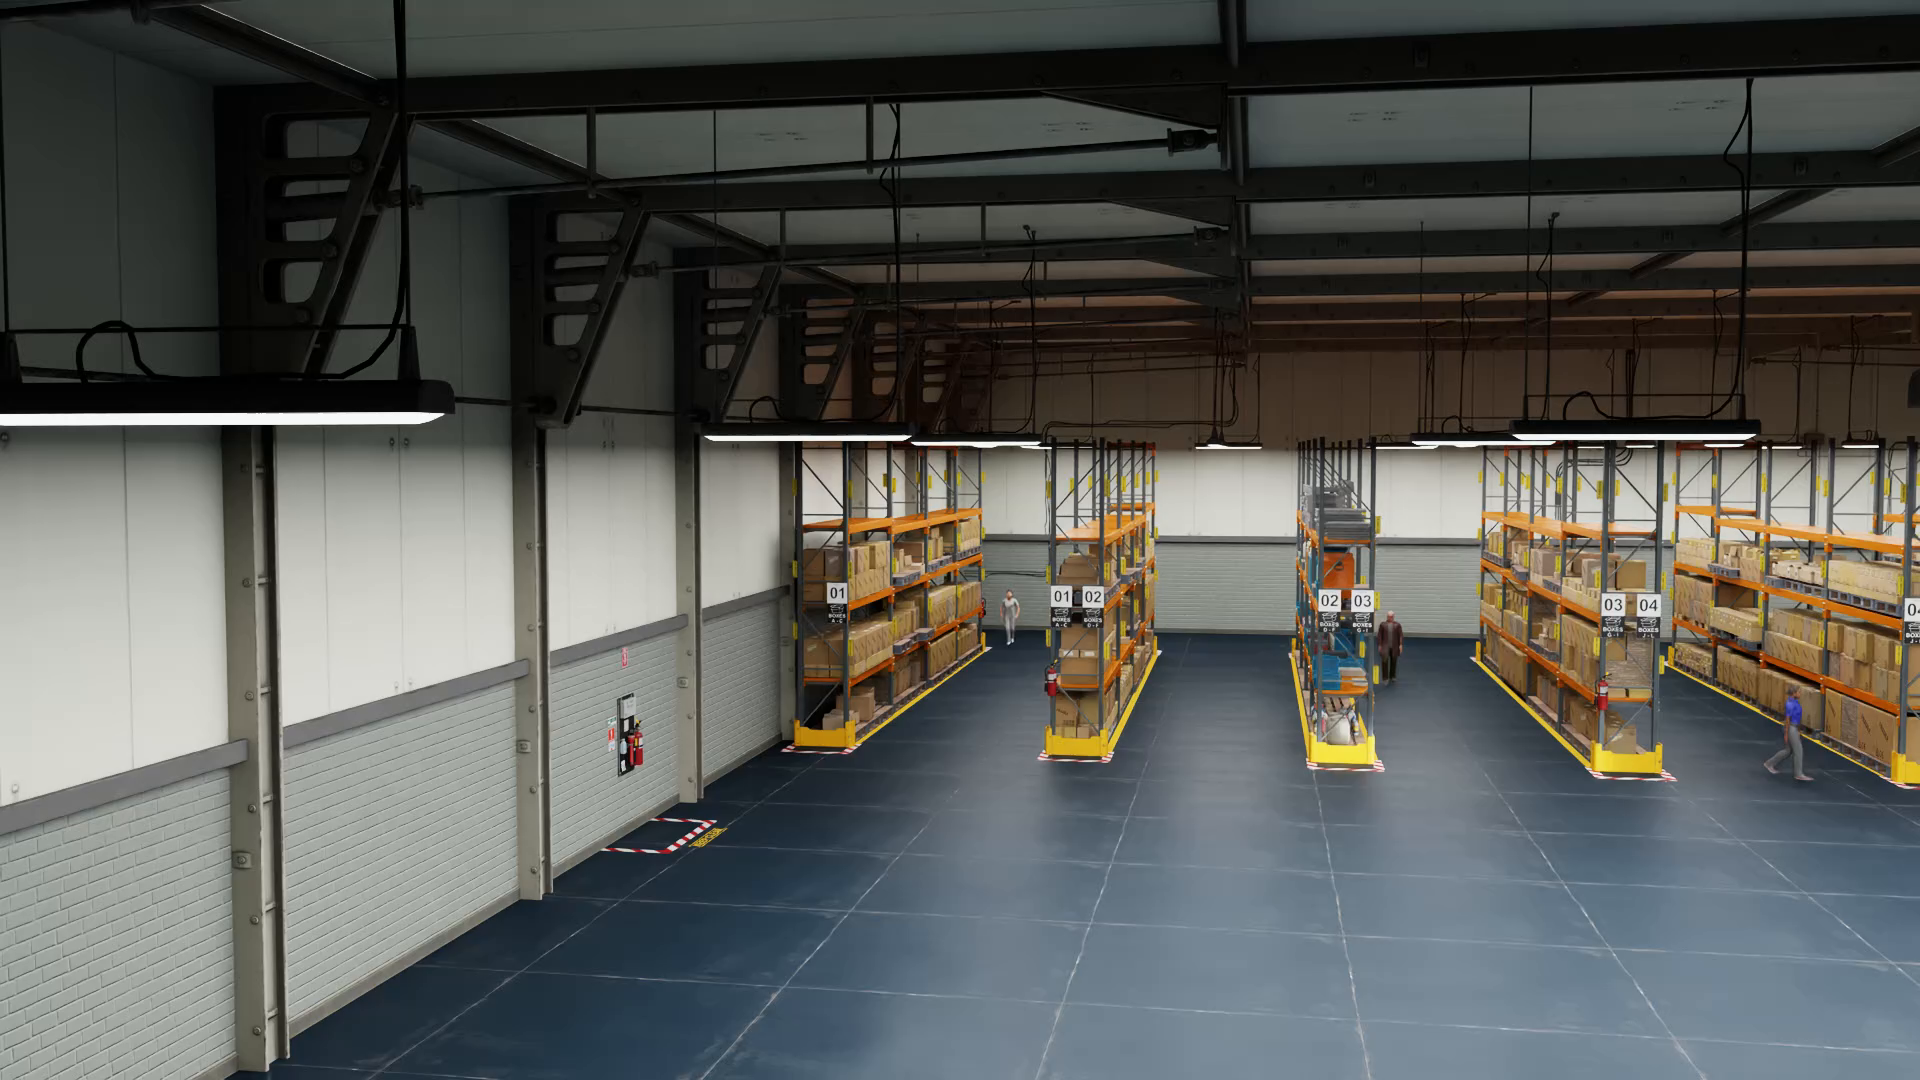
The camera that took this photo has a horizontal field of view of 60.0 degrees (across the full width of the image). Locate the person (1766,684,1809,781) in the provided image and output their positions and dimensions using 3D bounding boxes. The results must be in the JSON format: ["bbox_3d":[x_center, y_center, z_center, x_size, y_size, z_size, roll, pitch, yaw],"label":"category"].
[{"bbox_3d":[14.528,3.352,29.184,0.653,1.648,0.497,1,3,17],"label":"person"}]

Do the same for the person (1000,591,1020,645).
[{"bbox_3d":[1.484,2.310,49.439,0.598,1.606,0.538,0,3,3],"label":"person"}]

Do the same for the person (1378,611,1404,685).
[{"bbox_3d":[10.665,2.675,41.168,0.631,1.820,0.649,1,3,22],"label":"person"}]
